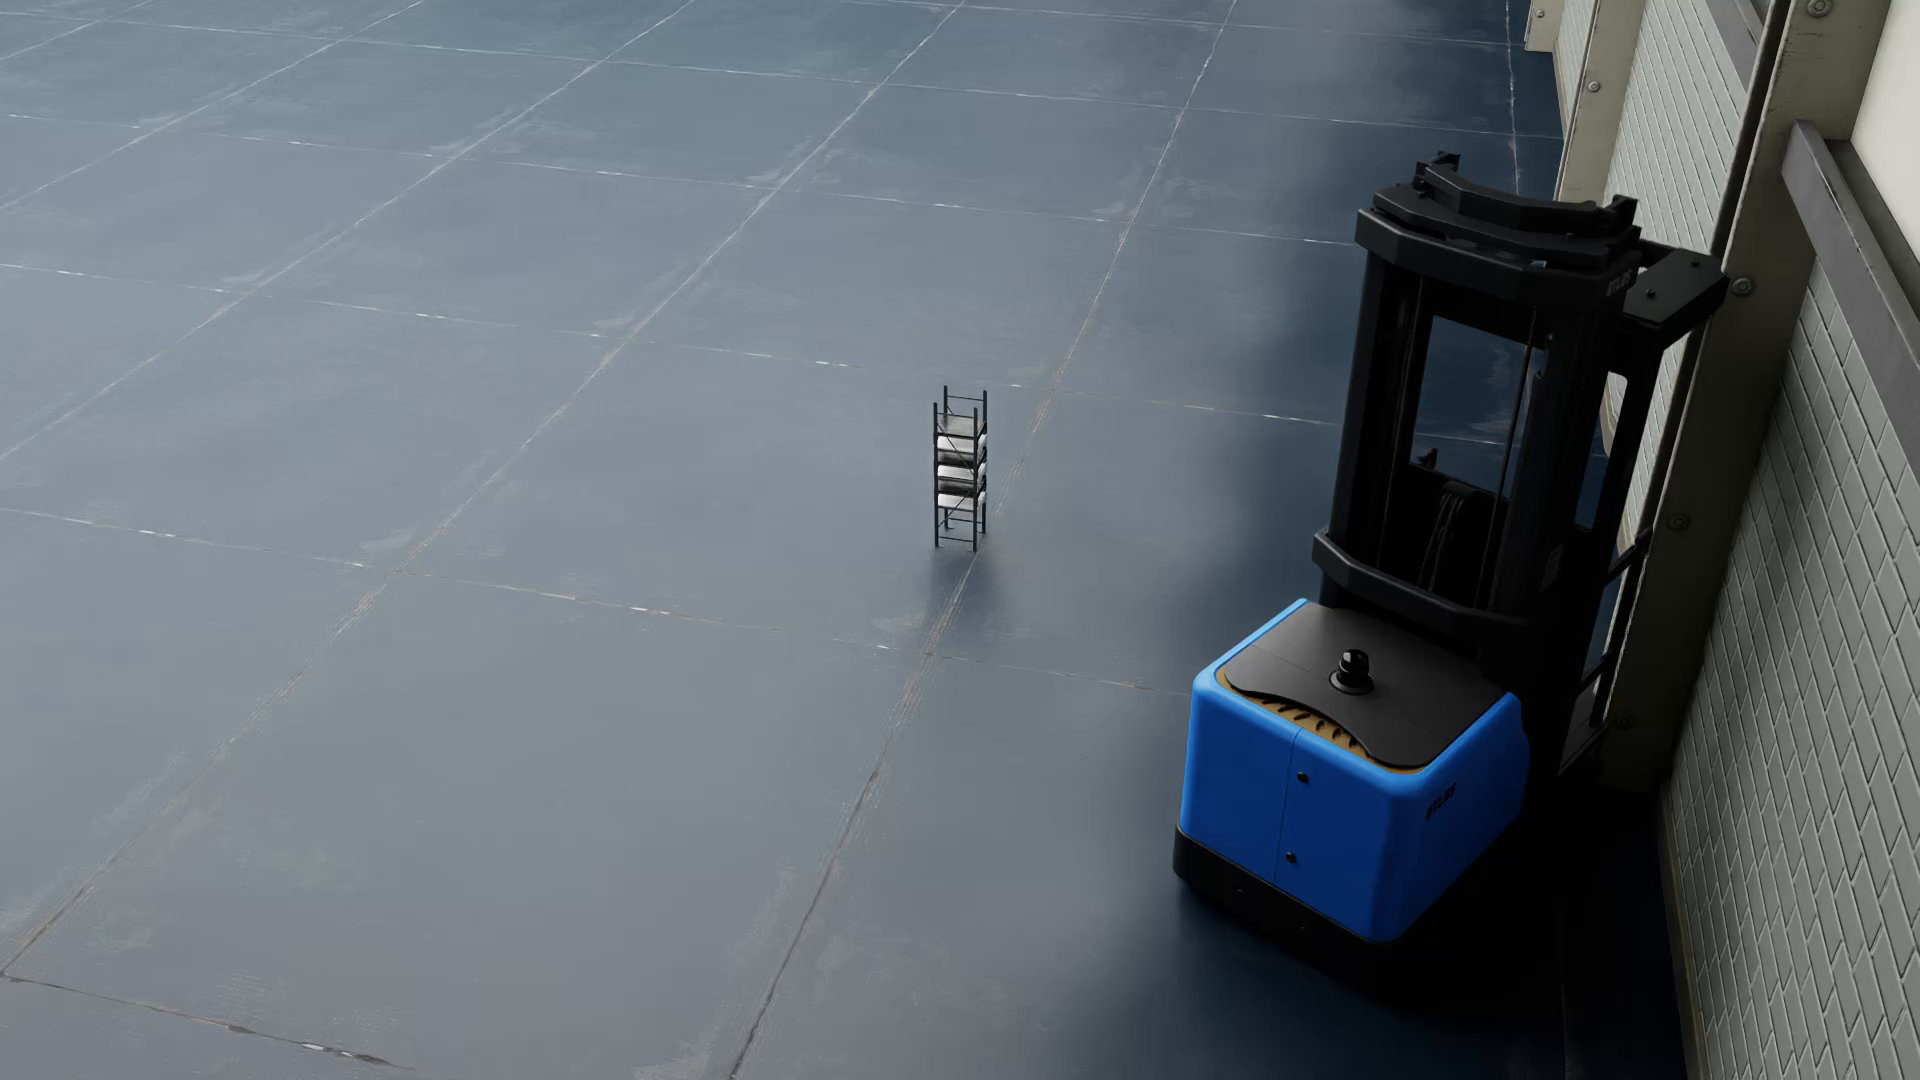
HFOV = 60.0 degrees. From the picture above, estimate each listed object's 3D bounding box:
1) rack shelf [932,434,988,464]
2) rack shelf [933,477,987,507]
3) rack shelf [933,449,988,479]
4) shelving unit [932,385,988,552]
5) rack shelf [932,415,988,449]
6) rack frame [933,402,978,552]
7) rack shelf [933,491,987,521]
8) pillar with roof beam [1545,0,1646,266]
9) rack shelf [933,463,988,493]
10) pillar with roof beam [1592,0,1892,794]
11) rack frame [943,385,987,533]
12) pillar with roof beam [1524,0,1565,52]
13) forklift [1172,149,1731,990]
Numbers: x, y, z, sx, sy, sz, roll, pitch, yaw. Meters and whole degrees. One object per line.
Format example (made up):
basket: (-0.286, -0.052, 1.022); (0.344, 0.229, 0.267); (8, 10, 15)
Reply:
rack shelf: (0.002, -0.508, 9.006); (0.258, 0.077, 0.200); (8, 33, 12)
rack shelf: (0.002, -0.280, 9.151); (0.258, 0.077, 0.200); (8, 33, 12)
rack shelf: (0.002, -0.432, 9.055); (0.258, 0.077, 0.200); (8, 33, 12)
shelving unit: (0.002, -0.384, 9.085); (0.258, 0.900, 0.210); (8, 33, 12)
rack shelf: (0.002, -0.584, 8.958); (0.258, 0.077, 0.200); (8, 33, 12)
rack frame: (-0.024, -0.331, 9.002); (0.240, 0.900, 0.006); (8, 33, 12)
rack shelf: (0.002, -0.204, 9.199); (0.258, 0.077, 0.200); (8, 33, 12)
pillar with roof beam: (0.415, -6.468, 11.106); (9.100, 9.000, 0.400); (8, 33, 12)
rack shelf: (0.002, -0.356, 9.103); (0.258, 0.077, 0.200); (8, 33, 12)
pillar with roof beam: (-1.107, -3.354, 6.208); (9.100, 9.000, 0.400); (8, 33, 12)
rack frame: (0.028, -0.437, 9.168); (0.240, 0.900, 0.006); (8, 33, 12)
pillar with roof beam: (1.938, -9.581, 16.003); (9.100, 9.000, 0.400); (8, 33, 12)
forklift: (2.272, -0.194, 6.893); (1.130, 2.935, 3.031); (27, 41, 35)
